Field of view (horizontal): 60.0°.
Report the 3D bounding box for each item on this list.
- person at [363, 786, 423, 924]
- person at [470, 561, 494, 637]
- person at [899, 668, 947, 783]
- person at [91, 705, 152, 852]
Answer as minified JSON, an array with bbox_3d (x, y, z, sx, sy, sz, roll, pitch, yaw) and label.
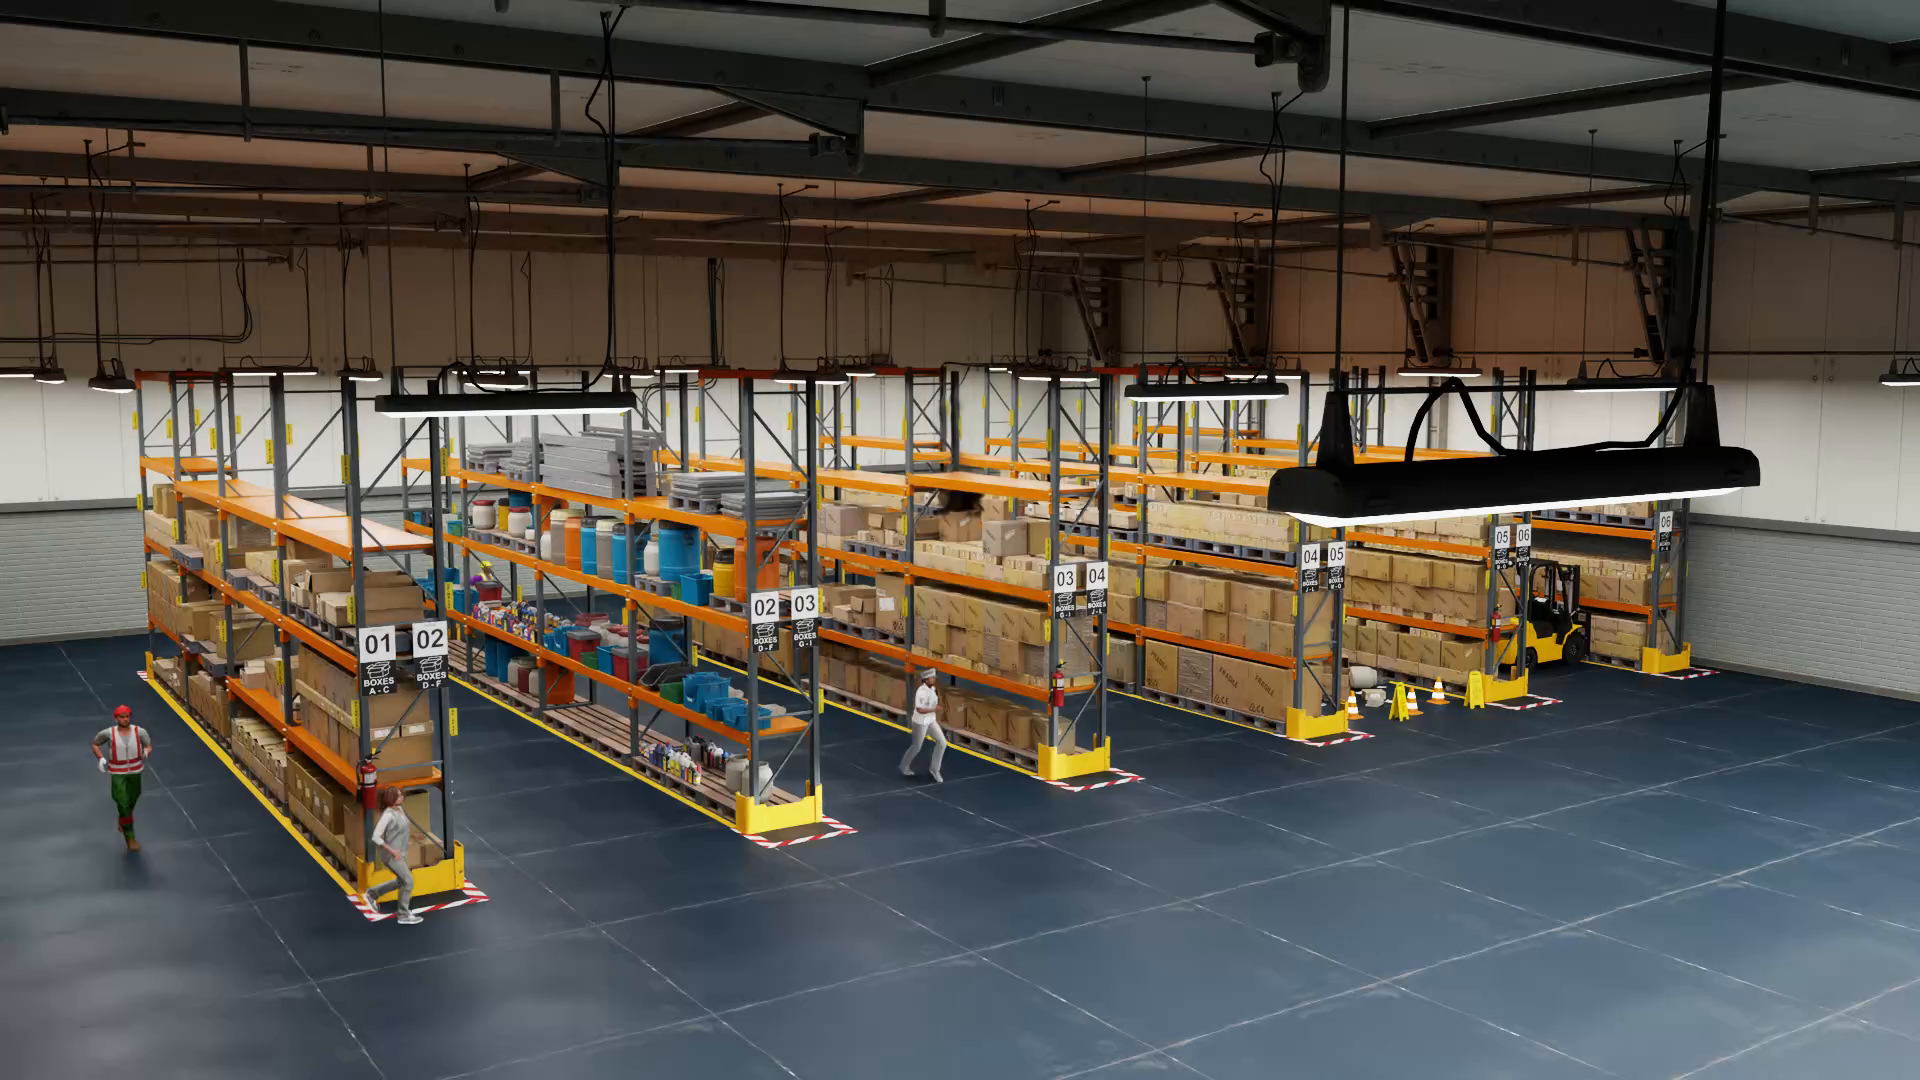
[{"bbox_3d":[-6.289,3.493,18.362,0.678,1.548,0.536,0,6,-3],"label":"person"},{"bbox_3d":[-10.433,1.348,36.459,0.935,1.789,0.724,1,7,8],"label":"person"},{"bbox_3d":[-0.551,2.729,24.619,0.835,1.725,0.598,4,7,30],"label":"person"},{"bbox_3d":[-10.735,3.013,21.398,0.652,1.805,0.983,-6,9,-42],"label":"person"}]
